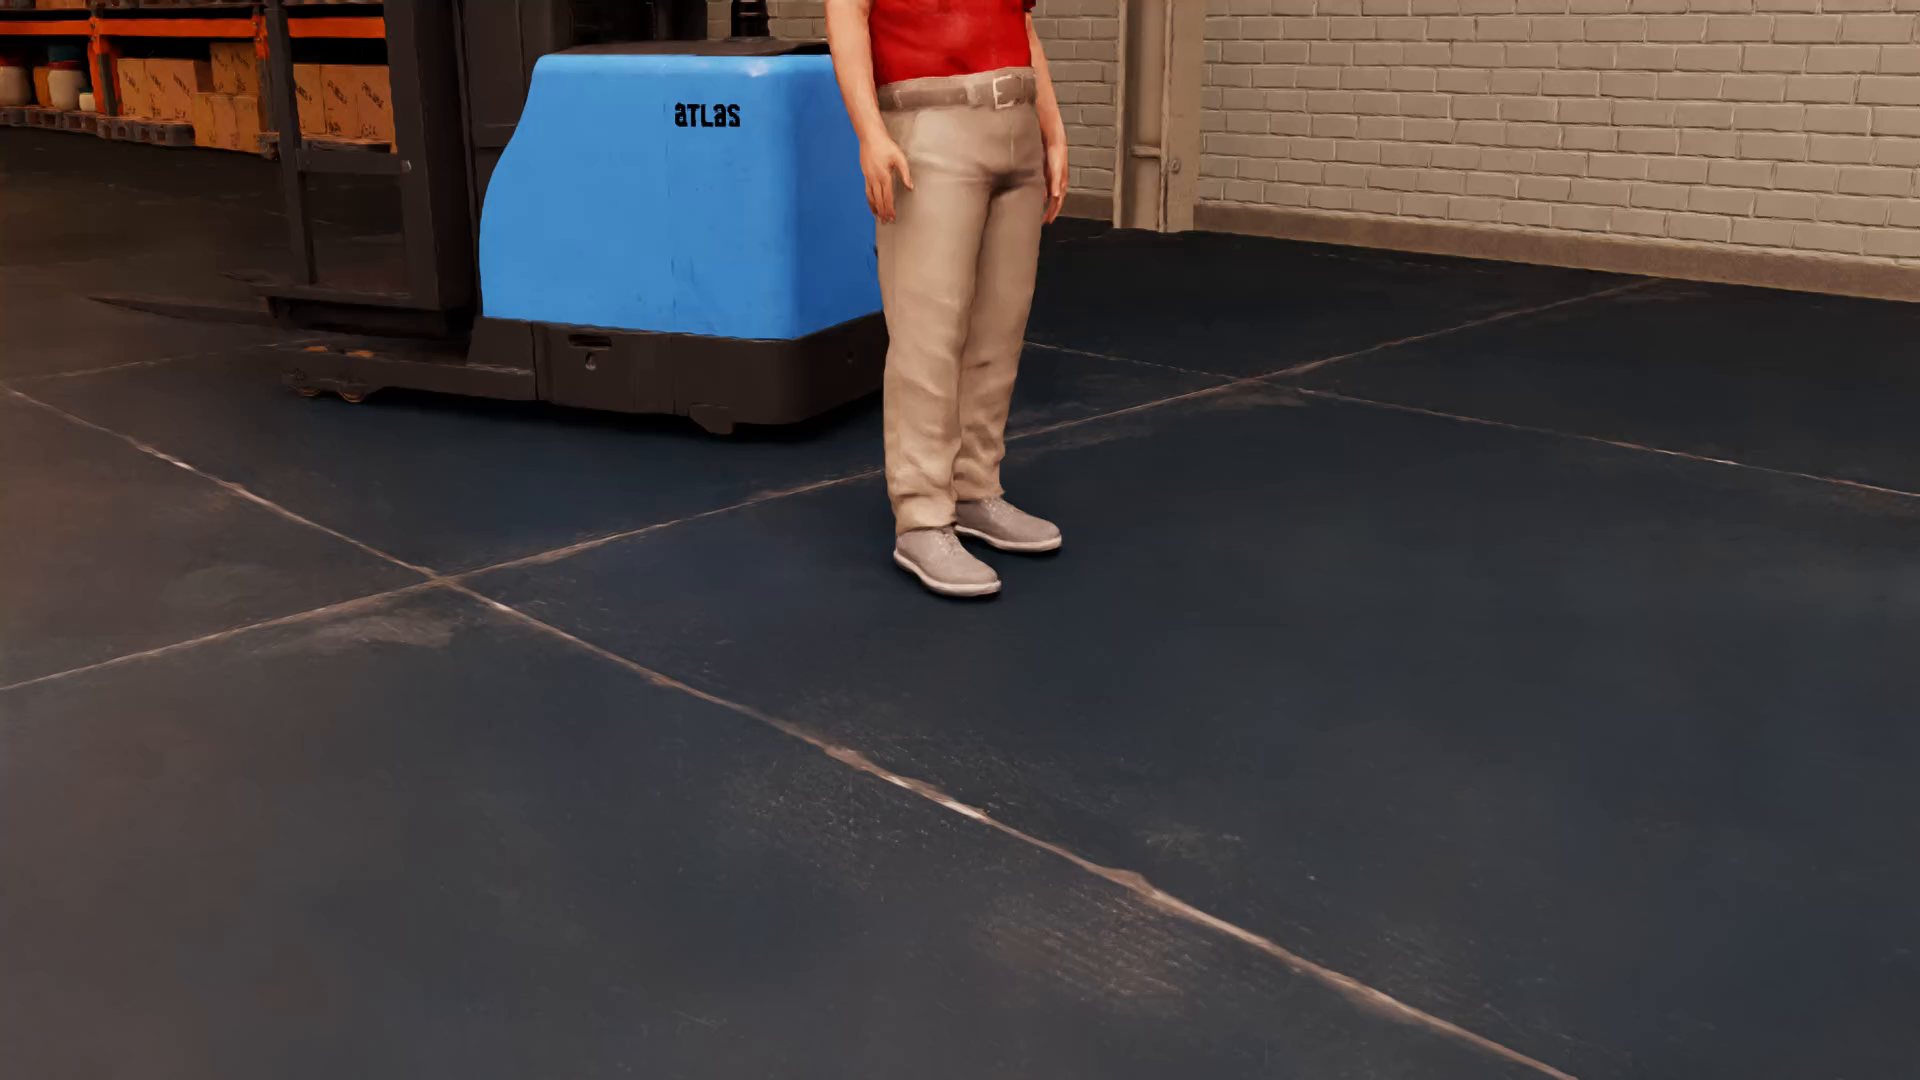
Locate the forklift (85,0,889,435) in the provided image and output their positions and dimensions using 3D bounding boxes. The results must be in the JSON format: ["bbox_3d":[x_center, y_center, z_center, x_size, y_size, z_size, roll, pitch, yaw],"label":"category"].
[{"bbox_3d":[-1.643,-1.973,5.321,3.031,2.935,1.130,8,19,23],"label":"forklift"}]

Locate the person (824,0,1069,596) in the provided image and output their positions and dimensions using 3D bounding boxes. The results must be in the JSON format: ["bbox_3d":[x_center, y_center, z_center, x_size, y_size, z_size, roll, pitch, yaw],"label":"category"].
[{"bbox_3d":[0.056,-0.812,3.570,0.550,1.726,0.640,16,23,42],"label":"person"}]
